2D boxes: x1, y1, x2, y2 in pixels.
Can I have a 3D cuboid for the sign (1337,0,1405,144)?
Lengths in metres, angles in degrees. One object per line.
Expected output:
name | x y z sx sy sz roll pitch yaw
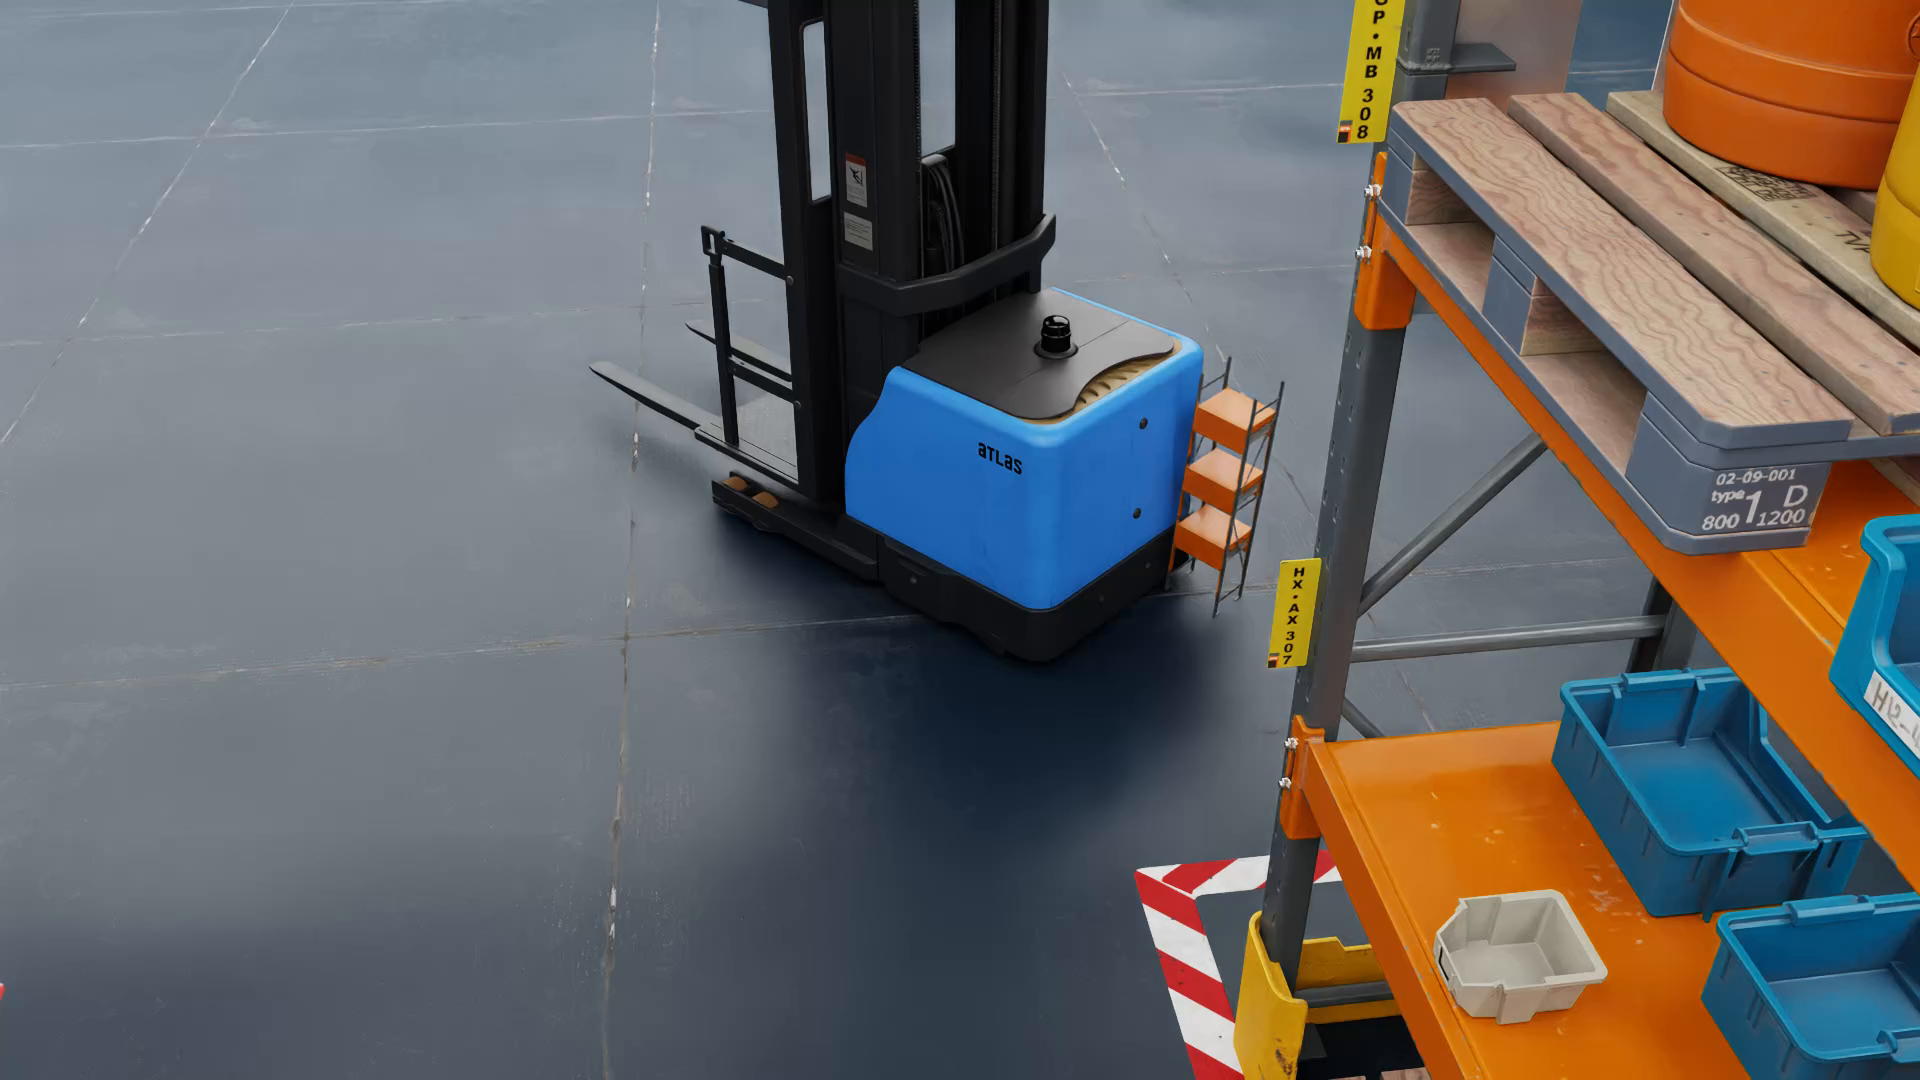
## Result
sign | 0.818 -0.946 3.304 0.100 0.325 0.005 -4 35 -6

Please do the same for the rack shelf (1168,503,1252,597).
rack shelf | 1.022 0.033 6.765 0.240 0.259 0.215 31 45 31

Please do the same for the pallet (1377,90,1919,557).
pallet | 1.378 -0.435 2.729 1.003 0.211 1.213 -4 35 -6

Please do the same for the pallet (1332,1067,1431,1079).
pallet | 1.524 1.902 4.271 1.003 0.211 1.213 -4 35 -6

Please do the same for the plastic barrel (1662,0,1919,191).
plastic barrel | 1.555 -1.071 2.741 0.600 0.830 0.708 -4 35 -6

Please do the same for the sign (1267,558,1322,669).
sign | 0.818 0.182 4.073 0.100 0.325 0.005 -4 35 -6

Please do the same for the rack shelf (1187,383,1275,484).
rack shelf | 1.053 -0.413 6.426 0.240 0.259 0.215 31 45 31

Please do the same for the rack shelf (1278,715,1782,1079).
rack shelf | 1.632 1.671 2.773 1.077 0.370 4.000 -4 35 -6

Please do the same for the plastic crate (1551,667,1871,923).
plastic crate | 1.727 0.576 3.874 0.499 0.251 0.616 -4 35 -6

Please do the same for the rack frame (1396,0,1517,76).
rack frame | 1.363 -2.222 2.519 1.000 3.000 0.127 -4 35 -6

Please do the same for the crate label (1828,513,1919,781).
crate label | 1.288 0.149 1.836 0.502 0.251 0.408 -4 35 -6

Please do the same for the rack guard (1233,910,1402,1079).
rack guard | 1.420 1.329 4.855 1.175 0.500 0.348 -4 35 -6

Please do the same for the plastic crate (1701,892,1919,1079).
plastic crate | 1.809 0.938 3.341 0.499 0.251 0.408 -4 35 -6

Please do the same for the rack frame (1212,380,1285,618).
rack frame | 1.128 -0.142 6.528 0.008 1.050 0.200 31 45 31

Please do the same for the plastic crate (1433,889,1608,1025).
plastic crate | 1.165 0.890 3.514 0.298 0.136 0.250 -4 35 -6

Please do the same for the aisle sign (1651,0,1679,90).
aisle sign | 1.648 -0.879 3.568 0.394 0.787 0.004 -4 35 -6

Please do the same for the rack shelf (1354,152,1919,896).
rack shelf | 1.632 0.431 1.929 1.077 0.370 4.000 -4 35 -6

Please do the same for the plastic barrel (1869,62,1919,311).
plastic barrel | 1.642 -0.607 2.273 0.600 0.588 0.600 0 34 0

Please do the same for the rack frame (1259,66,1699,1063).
rack frame | 1.363 0.258 4.209 1.000 3.000 0.127 -4 35 -6

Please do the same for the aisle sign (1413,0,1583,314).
aisle sign | 1.063 -0.835 3.503 0.394 0.787 0.004 -4 35 -6

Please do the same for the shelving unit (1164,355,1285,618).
shelving unit | 1.038 -0.196 6.590 0.252 1.050 0.215 31 45 31

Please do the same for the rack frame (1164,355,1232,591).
rack frame | 0.948 -0.250 6.653 0.008 1.050 0.200 31 45 31

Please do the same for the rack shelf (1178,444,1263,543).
rack shelf | 1.037 -0.188 6.597 0.240 0.259 0.215 31 45 31

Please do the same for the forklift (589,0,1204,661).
forklift | -0.464 -1.447 6.771 3.031 2.935 1.130 27 43 34
